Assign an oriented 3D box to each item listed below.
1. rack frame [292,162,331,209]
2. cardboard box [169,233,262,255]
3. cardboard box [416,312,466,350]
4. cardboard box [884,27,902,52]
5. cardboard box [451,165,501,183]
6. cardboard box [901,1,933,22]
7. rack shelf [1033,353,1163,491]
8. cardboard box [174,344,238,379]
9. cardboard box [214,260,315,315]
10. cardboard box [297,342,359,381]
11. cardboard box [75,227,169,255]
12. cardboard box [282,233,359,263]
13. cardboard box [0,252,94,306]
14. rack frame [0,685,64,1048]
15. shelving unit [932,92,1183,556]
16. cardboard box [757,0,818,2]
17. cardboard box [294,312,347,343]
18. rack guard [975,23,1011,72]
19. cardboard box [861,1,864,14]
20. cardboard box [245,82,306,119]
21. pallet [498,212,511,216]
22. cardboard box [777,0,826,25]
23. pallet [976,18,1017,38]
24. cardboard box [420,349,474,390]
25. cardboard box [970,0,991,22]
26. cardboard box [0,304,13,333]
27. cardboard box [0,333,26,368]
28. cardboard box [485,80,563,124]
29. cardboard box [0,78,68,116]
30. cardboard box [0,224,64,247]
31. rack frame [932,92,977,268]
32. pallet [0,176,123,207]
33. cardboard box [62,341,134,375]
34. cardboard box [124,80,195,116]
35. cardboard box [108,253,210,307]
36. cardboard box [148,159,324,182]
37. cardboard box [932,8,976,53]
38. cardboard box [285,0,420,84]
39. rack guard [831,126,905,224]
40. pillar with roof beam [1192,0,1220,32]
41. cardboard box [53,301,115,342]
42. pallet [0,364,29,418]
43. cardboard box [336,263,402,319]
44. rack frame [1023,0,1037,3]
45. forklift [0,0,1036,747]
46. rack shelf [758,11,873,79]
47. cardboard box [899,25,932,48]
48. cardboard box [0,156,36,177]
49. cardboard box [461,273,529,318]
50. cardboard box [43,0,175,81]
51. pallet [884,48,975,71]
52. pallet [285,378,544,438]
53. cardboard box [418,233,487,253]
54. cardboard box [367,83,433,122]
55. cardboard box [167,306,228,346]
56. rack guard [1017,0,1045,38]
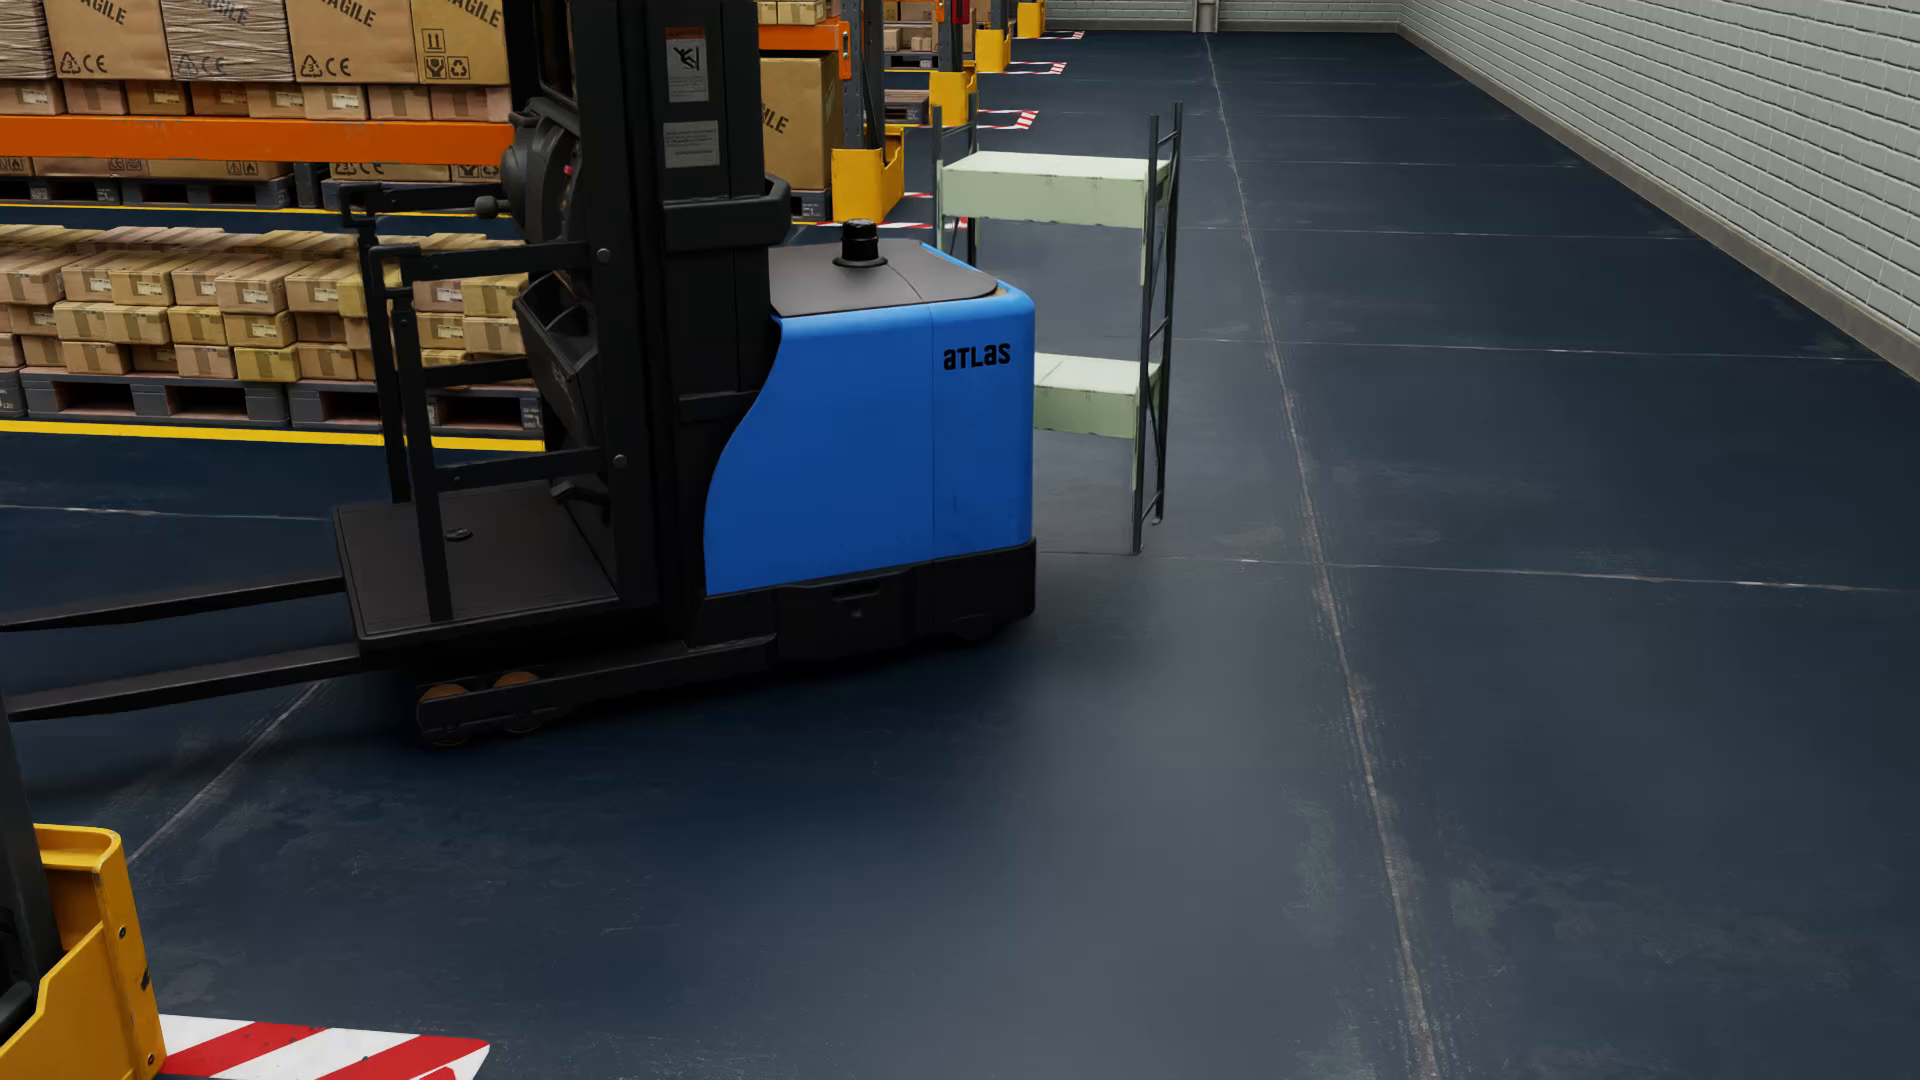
[{"bbox_3d":[-4.644,-3.961,11.879,0.127,3.000,1.000,2,22,6],"label":"rack frame"},{"bbox_3d":[-3.406,-1.300,7.645,0.250,0.149,0.380,3,22,6],"label":"cardboard box"},{"bbox_3d":[-2.167,-0.939,7.136,0.250,0.149,0.380,2,22,5],"label":"cardboard box"},{"bbox_3d":[-1.011,-6.316,20.977,0.500,0.250,0.500,2,22,6],"label":"cardboard box"},{"bbox_3d":[-3.104,-3.071,11.947,0.875,0.875,0.875,2,22,6],"label":"cardboard box"},{"bbox_3d":[-0.626,-8.283,25.640,0.500,0.500,0.700,2,22,5],"label":"cardboard box"},{"bbox_3d":[0.330,-0.453,5.933,0.720,0.370,0.431,7,23,18],"label":"rack shelf"},{"bbox_3d":[-3.199,-0.828,7.260,0.250,0.149,0.380,3,22,7],"label":"cardboard box"},{"bbox_3d":[-2.949,-1.080,7.089,0.250,0.149,0.380,3,22,8],"label":"cardboard box"},{"bbox_3d":[-2.670,-0.820,7.241,0.250,0.149,0.380,3,22,7],"label":"cardboard box"},{"bbox_3d":[-3.909,-1.358,7.791,0.250,0.149,0.380,1,22,4],"label":"cardboard box"},{"bbox_3d":[-2.890,-1.296,7.635,0.250,0.149,0.380,3,22,8],"label":"cardboard box"},{"bbox_3d":[-3.982,-1.140,7.240,0.250,0.149,0.380,3,22,7],"label":"cardboard box"},{"bbox_3d":[-1.838,-0.170,2.289,0.127,3.000,1.000,2,22,6],"label":"rack frame"},{"bbox_3d":[0.330,-0.757,5.813,0.755,1.500,0.431,7,23,18],"label":"shelving unit"},{"bbox_3d":[-1.184,-3.780,11.222,0.500,0.250,0.500,2,22,5],"label":"cardboard box"},{"bbox_3d":[-2.685,-0.979,7.238,0.250,0.149,0.380,2,22,6],"label":"cardboard box"},{"bbox_3d":[0.422,-6.245,21.057,0.348,0.500,1.175,2,22,6],"label":"rack guard"},{"bbox_3d":[-1.666,-8.326,25.750,0.500,0.500,0.700,2,22,6],"label":"cardboard box"},{"bbox_3d":[-2.721,-1.830,6.830,0.250,0.149,0.380,2,22,4],"label":"cardboard box"},{"bbox_3d":[-2.683,-2.551,12.105,1.213,0.211,1.003,2,22,6],"label":"pallet"},{"bbox_3d":[-1.064,-3.566,11.222,0.250,0.149,0.380,3,22,7],"label":"cardboard box"},{"bbox_3d":[0.274,-7.922,25.692,1.213,0.211,1.003,2,22,6],"label":"pallet"},{"bbox_3d":[-2.171,-0.772,7.118,0.250,0.149,0.380,3,22,8],"label":"cardboard box"},{"bbox_3d":[0.370,-8.240,25.531,0.500,0.500,0.700,2,22,6],"label":"cardboard box"},{"bbox_3d":[-4.230,-1.041,7.396,0.250,0.149,0.380,1,22,4],"label":"cardboard box"},{"bbox_3d":[-4.229,-0.895,7.430,0.250,0.149,0.380,2,22,5],"label":"cardboard box"},{"bbox_3d":[-1.713,-1.775,6.692,0.250,0.149,0.380,3,22,6],"label":"cardboard box"},{"bbox_3d":[-3.772,-1.867,6.923,0.250,0.149,0.380,3,22,9],"label":"cardboard box"},{"bbox_3d":[-4.438,-1.375,7.836,0.250,0.149,0.380,2,22,6],"label":"cardboard box"},{"bbox_3d":[-0.016,-0.800,5.924,0.023,1.500,0.400,7,23,18],"label":"rack frame"},{"bbox_3d":[-6.634,-2.722,12.537,1.213,0.211,1.003,2,22,6],"label":"pallet"},{"bbox_3d":[-3.711,-0.849,7.315,0.250,0.149,0.380,2,22,5],"label":"cardboard box"},{"bbox_3d":[-3.247,-1.869,6.928,0.250,0.149,0.380,3,22,7],"label":"cardboard box"},{"bbox_3d":[-3.462,-1.133,7.223,0.250,0.149,0.380,3,22,7],"label":"cardboard box"},{"bbox_3d":[-5.282,-3.188,12.244,0.875,0.875,1.225,3,22,6],"label":"cardboard box"},{"bbox_3d":[-0.071,-6.380,20.800,0.500,0.500,0.500,2,22,6],"label":"cardboard box"},{"bbox_3d":[-2.343,-2.116,6.671,0.500,0.500,0.500,2,22,5],"label":"cardboard box"},{"bbox_3d":[-0.648,-2.624,11.898,0.348,0.500,1.175,2,22,6],"label":"rack guard"},{"bbox_3d":[3.353,-10.630,20.589,0.400,9.000,9.100,2,22,6],"label":"pillar with roof beam"},{"bbox_3d":[-3.717,-0.987,7.258,0.250,0.149,0.380,2,22,6],"label":"cardboard box"},{"bbox_3d":[-4.657,-0.841,7.781,1.213,0.211,1.003,2,22,6],"label":"pallet"},{"bbox_3d":[-2.426,-1.054,7.024,0.250,0.149,0.380,2,22,5],"label":"cardboard box"},{"bbox_3d":[1.077,-9.213,25.164,0.127,3.000,1.000,2,22,6],"label":"rack frame"},{"bbox_3d":[-1.331,-1.022,4.539,3.031,2.935,1.130,-9,23,-21],"label":"forklift"},{"bbox_3d":[-2.658,-3.540,11.792,4.000,0.370,1.077,2,22,6],"label":"rack shelf"},{"bbox_3d":[-0.505,-6.479,21.390,0.500,0.250,0.500,2,22,6],"label":"cardboard box"},{"bbox_3d":[-7.049,-3.262,12.430,0.875,0.875,1.225,3,22,6],"label":"cardboard box"},{"bbox_3d":[-1.912,-1.058,7.033,0.250,0.149,0.380,3,22,7],"label":"cardboard box"},{"bbox_3d":[-3.342,-2.160,6.782,0.500,0.500,0.500,4,22,9],"label":"cardboard box"},{"bbox_3d":[-0.370,-6.145,21.196,1.213,0.211,1.003,2,22,6],"label":"pallet"},{"bbox_3d":[-2.234,-0.736,7.514,1.213,0.211,1.003,2,22,6],"label":"pallet"},{"bbox_3d":[-2.359,-1.300,7.645,0.250,0.149,0.380,2,22,6],"label":"cardboard box"},{"bbox_3d":[-2.206,-1.805,6.768,0.250,0.149,0.380,2,22,6],"label":"cardboard box"},{"bbox_3d":[-3.198,-0.965,7.203,0.250,0.149,0.380,4,22,9],"label":"cardboard box"},{"bbox_3d":[1.101,-8.050,25.621,0.348,0.500,1.175,2,22,6],"label":"rack guard"}]
